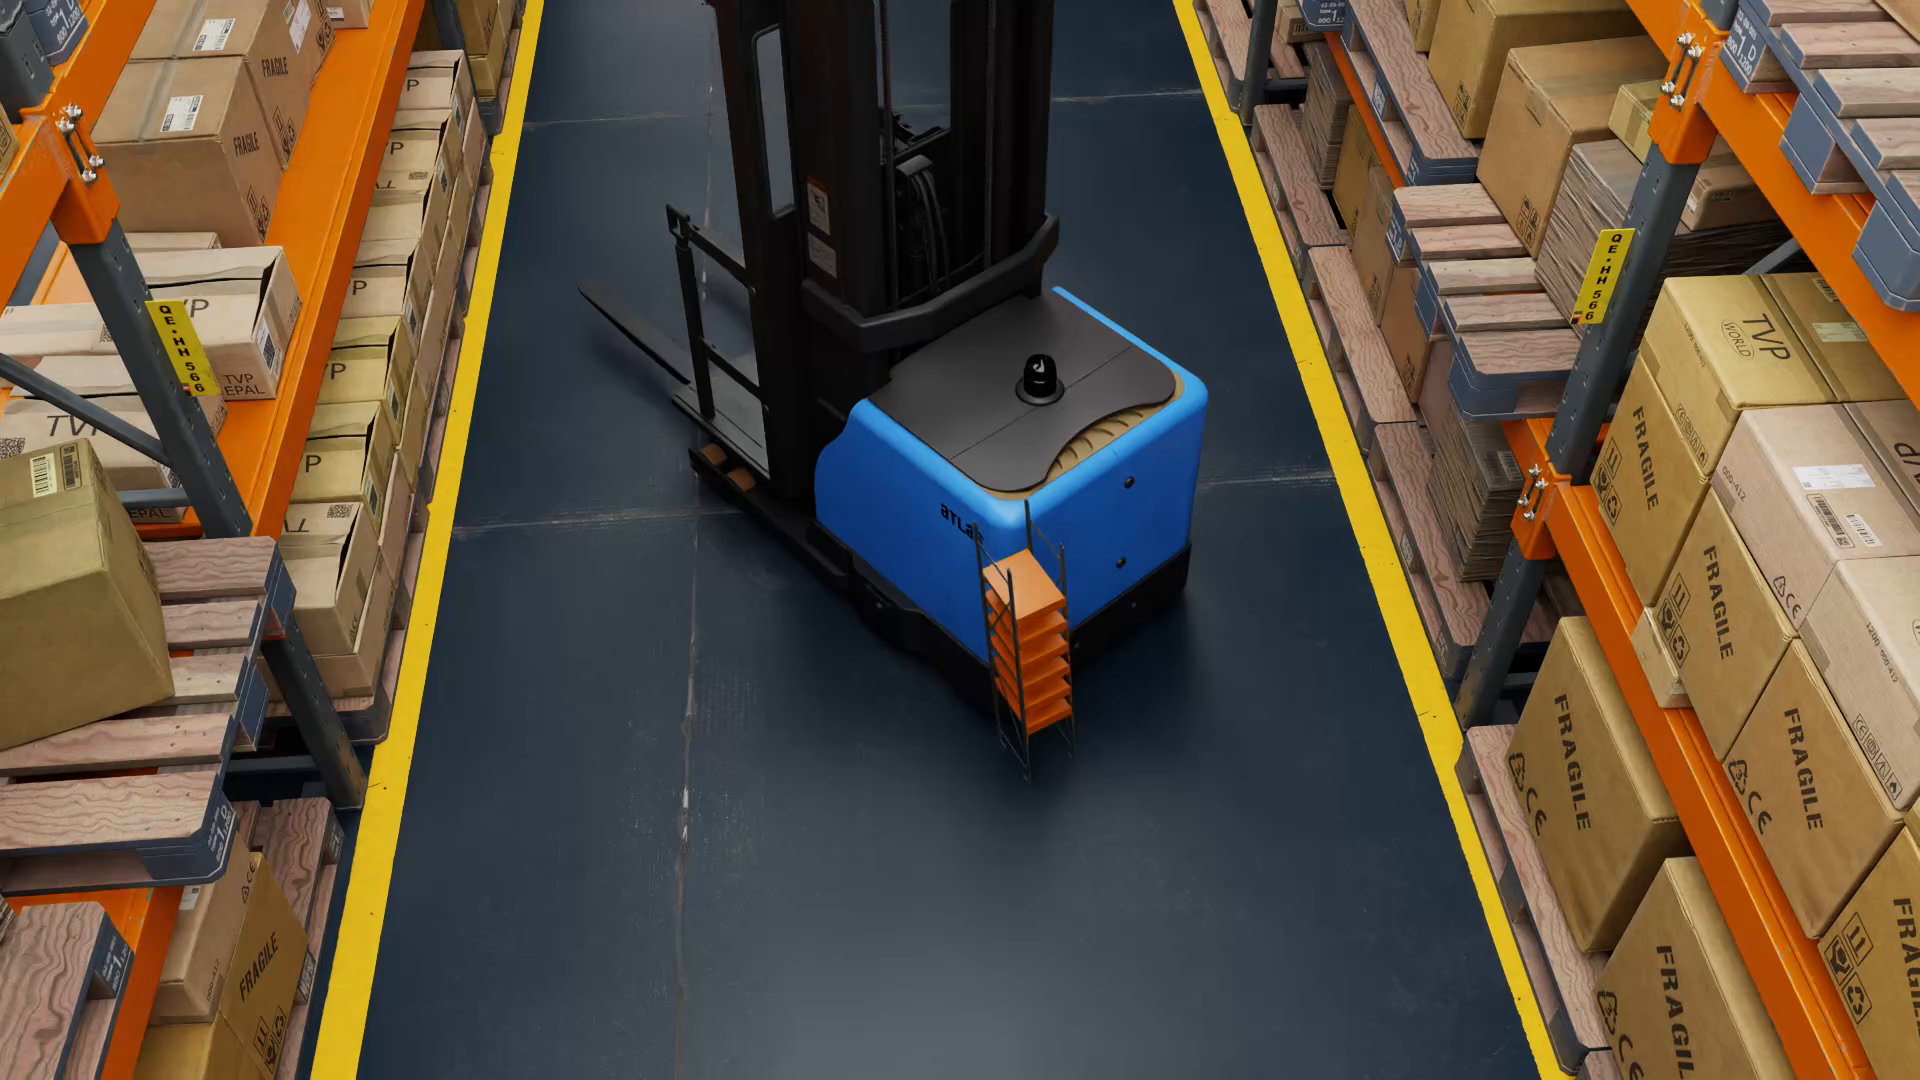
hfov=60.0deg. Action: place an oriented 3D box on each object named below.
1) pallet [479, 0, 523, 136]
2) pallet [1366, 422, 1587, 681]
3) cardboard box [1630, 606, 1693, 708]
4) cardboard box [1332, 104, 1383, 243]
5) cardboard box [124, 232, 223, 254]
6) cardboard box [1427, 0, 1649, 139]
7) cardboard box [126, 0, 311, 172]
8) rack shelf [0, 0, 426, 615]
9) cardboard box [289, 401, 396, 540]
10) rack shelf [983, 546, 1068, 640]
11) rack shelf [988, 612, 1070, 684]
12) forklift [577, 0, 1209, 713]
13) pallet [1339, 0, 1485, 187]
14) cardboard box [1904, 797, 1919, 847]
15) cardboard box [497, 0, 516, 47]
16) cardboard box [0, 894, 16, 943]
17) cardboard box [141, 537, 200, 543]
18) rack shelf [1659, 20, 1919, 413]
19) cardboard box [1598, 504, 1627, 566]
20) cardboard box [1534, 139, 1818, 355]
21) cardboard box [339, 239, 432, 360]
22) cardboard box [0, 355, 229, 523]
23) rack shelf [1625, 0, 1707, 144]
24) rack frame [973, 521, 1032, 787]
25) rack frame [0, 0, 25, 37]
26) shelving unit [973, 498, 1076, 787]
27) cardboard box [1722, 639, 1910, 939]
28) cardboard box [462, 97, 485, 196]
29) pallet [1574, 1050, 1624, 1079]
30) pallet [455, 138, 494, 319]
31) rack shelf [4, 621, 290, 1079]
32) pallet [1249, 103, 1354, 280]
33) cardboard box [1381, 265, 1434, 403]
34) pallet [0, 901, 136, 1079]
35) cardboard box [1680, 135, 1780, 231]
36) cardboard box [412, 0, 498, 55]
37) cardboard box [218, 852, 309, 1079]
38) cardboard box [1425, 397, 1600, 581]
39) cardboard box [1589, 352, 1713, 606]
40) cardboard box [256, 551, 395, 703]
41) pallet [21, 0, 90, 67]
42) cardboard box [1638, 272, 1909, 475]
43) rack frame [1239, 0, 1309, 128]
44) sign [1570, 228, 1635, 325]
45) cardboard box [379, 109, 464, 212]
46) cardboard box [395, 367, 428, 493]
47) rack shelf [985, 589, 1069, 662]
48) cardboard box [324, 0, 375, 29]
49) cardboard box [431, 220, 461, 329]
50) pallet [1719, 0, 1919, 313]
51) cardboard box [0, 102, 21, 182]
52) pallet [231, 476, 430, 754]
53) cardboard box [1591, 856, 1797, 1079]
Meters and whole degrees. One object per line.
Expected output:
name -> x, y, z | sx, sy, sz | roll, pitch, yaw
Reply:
pallet -> -2.965, -2.609, 9.076 | 1.003, 0.211, 1.213 | -3, 47, -3
pallet -> 2.267, -0.006, 6.611 | 1.003, 0.211, 1.213 | -3, 47, -3
cardboard box -> 2.078, 0.312, 4.548 | 0.380, 0.149, 0.250 | -2, 47, -2
cardboard box -> 2.167, -1.683, 7.697 | 0.700, 0.500, 0.500 | -4, 47, -4
cardboard box -> -2.768, -0.929, 5.737 | 0.380, 0.149, 0.250 | 0, 47, 0
cardboard box -> 2.155, -1.825, 6.041 | 0.700, 0.500, 0.500 | -3, 47, -3
cardboard box -> -2.806, -1.724, 6.248 | 0.500, 0.500, 0.500 | -3, 47, -3
rack shelf -> -2.773, -1.296, 6.407 | 1.077, 0.370, 4.000 | -3, 47, -3
cardboard box -> -2.409, -0.264, 6.153 | 0.500, 0.311, 0.500 | -5, 47, -4
rack shelf -> 0.202, 0.167, 5.323 | 0.180, 0.103, 0.258 | -24, 51, -14
rack shelf -> 0.222, 0.323, 5.504 | 0.180, 0.103, 0.258 | -24, 51, -14
forklift -> -0.476, -1.365, 6.024 | 1.130, 2.935, 3.031 | -33, 55, -27
pallet -> 2.124, -1.764, 6.486 | 1.003, 0.211, 1.213 | -3, 47, -3
cardboard box -> 2.252, 0.662, 3.253 | 0.500, 0.250, 0.500 | -4, 47, -4
cardboard box -> -2.714, -2.905, 9.040 | 0.500, 0.250, 0.500 | -3, 47, -3
cardboard box -> -2.554, 0.847, 3.524 | 0.700, 0.500, 0.500 | 4, 47, 4
cardboard box -> -2.895, 0.148, 5.762 | 0.500, 0.311, 0.500 | -2, 47, -2
rack shelf -> 2.498, 0.263, 2.864 | 1.077, 0.370, 4.000 | -3, 47, -3
cardboard box -> 2.127, -0.068, 4.908 | 0.380, 0.149, 0.250 | -4, 47, -4
cardboard box -> 2.281, -0.925, 5.188 | 0.700, 0.500, 0.500 | -8, 47, -8
cardboard box -> -2.493, -1.005, 6.854 | 0.500, 0.311, 0.500 | -4, 47, -4
cardboard box -> -2.592, -0.331, 5.059 | 0.500, 0.311, 0.500 | -1, 47, -1
rack shelf -> 2.163, -2.631, 5.605 | 1.077, 0.370, 4.000 | -3, 47, -3
rack frame -> 0.148, 0.409, 5.538 | 0.006, 1.200, 0.240 | -24, 51, -14
rack frame -> -2.605, -2.159, 2.597 | 1.000, 3.000, 0.127 | -3, 47, -3
shelving unit -> 0.228, 0.372, 5.561 | 0.189, 1.200, 0.258 | -24, 51, -14
cardboard box -> 2.191, 0.562, 3.864 | 0.500, 0.500, 0.500 | -4, 47, -3
cardboard box -> -2.617, -1.907, 8.094 | 0.500, 0.250, 0.500 | -4, 47, -4
pallet -> 2.421, 2.015, 4.697 | 1.003, 0.211, 1.213 | -3, 47, -3
pallet -> -2.840, -1.501, 8.026 | 1.003, 0.211, 1.213 | -3, 47, -3
rack shelf -> -2.438, 1.598, 3.666 | 1.077, 0.370, 4.000 | -3, 47, -3
pallet -> 2.062, -1.772, 8.283 | 1.003, 0.211, 1.213 | -3, 47, -3
cardboard box -> 2.221, -0.947, 6.999 | 0.700, 0.500, 0.500 | -4, 47, -4
pallet -> -2.438, 1.377, 3.512 | 1.003, 0.211, 1.213 | -3, 47, -3
cardboard box -> 2.272, -1.056, 4.866 | 0.380, 0.149, 0.250 | -9, 47, -8
cardboard box -> -2.667, -2.801, 8.425 | 0.500, 0.500, 0.500 | -3, 47, -3
cardboard box -> -2.293, 1.275, 4.896 | 0.500, 0.500, 0.500 | -2, 47, -2
cardboard box -> 2.218, -0.209, 6.301 | 0.700, 0.500, 0.500 | -3, 47, -3
cardboard box -> 2.116, -0.176, 4.564 | 0.500, 0.500, 0.500 | -2, 47, -2
cardboard box -> -2.357, 0.308, 5.997 | 0.500, 0.250, 0.500 | -4, 47, -3
pallet -> -2.751, -1.548, 4.214 | 1.213, 0.211, 1.003 | -2, 47, -1
cardboard box -> 2.114, -0.436, 4.293 | 0.500, 0.250, 0.500 | -2, 47, -2
rack frame -> 1.996, -3.294, 7.804 | 1.000, 3.000, 0.127 | -3, 47, -3
sign -> 1.791, -0.731, 4.633 | 0.100, 0.325, 0.005 | -3, 47, -3
cardboard box -> -2.571, -1.730, 7.541 | 0.500, 0.311, 0.500 | -2, 47, -2
cardboard box -> -2.449, -0.431, 6.697 | 0.500, 0.250, 0.500 | -5, 47, -4
rack shelf -> 0.212, 0.245, 5.413 | 0.180, 0.103, 0.258 | -24, 51, -14
cardboard box -> -2.684, -2.319, 6.973 | 0.396, 0.266, 0.258 | -5, 47, -4
cardboard box -> -2.533, -1.170, 7.397 | 0.500, 0.250, 0.500 | -3, 47, -2
pallet -> 2.437, -0.904, 3.604 | 1.213, 0.211, 1.003 | -2, 47, -1
cardboard box -> -2.535, -0.848, 3.353 | 0.910, 0.500, 0.500 | -3, 47, -3
pallet -> -2.635, 0.265, 6.354 | 1.003, 0.211, 1.213 | -3, 47, -3
cardboard box -> 2.328, 1.369, 4.579 | 0.750, 0.750, 0.750 | -4, 47, -3
